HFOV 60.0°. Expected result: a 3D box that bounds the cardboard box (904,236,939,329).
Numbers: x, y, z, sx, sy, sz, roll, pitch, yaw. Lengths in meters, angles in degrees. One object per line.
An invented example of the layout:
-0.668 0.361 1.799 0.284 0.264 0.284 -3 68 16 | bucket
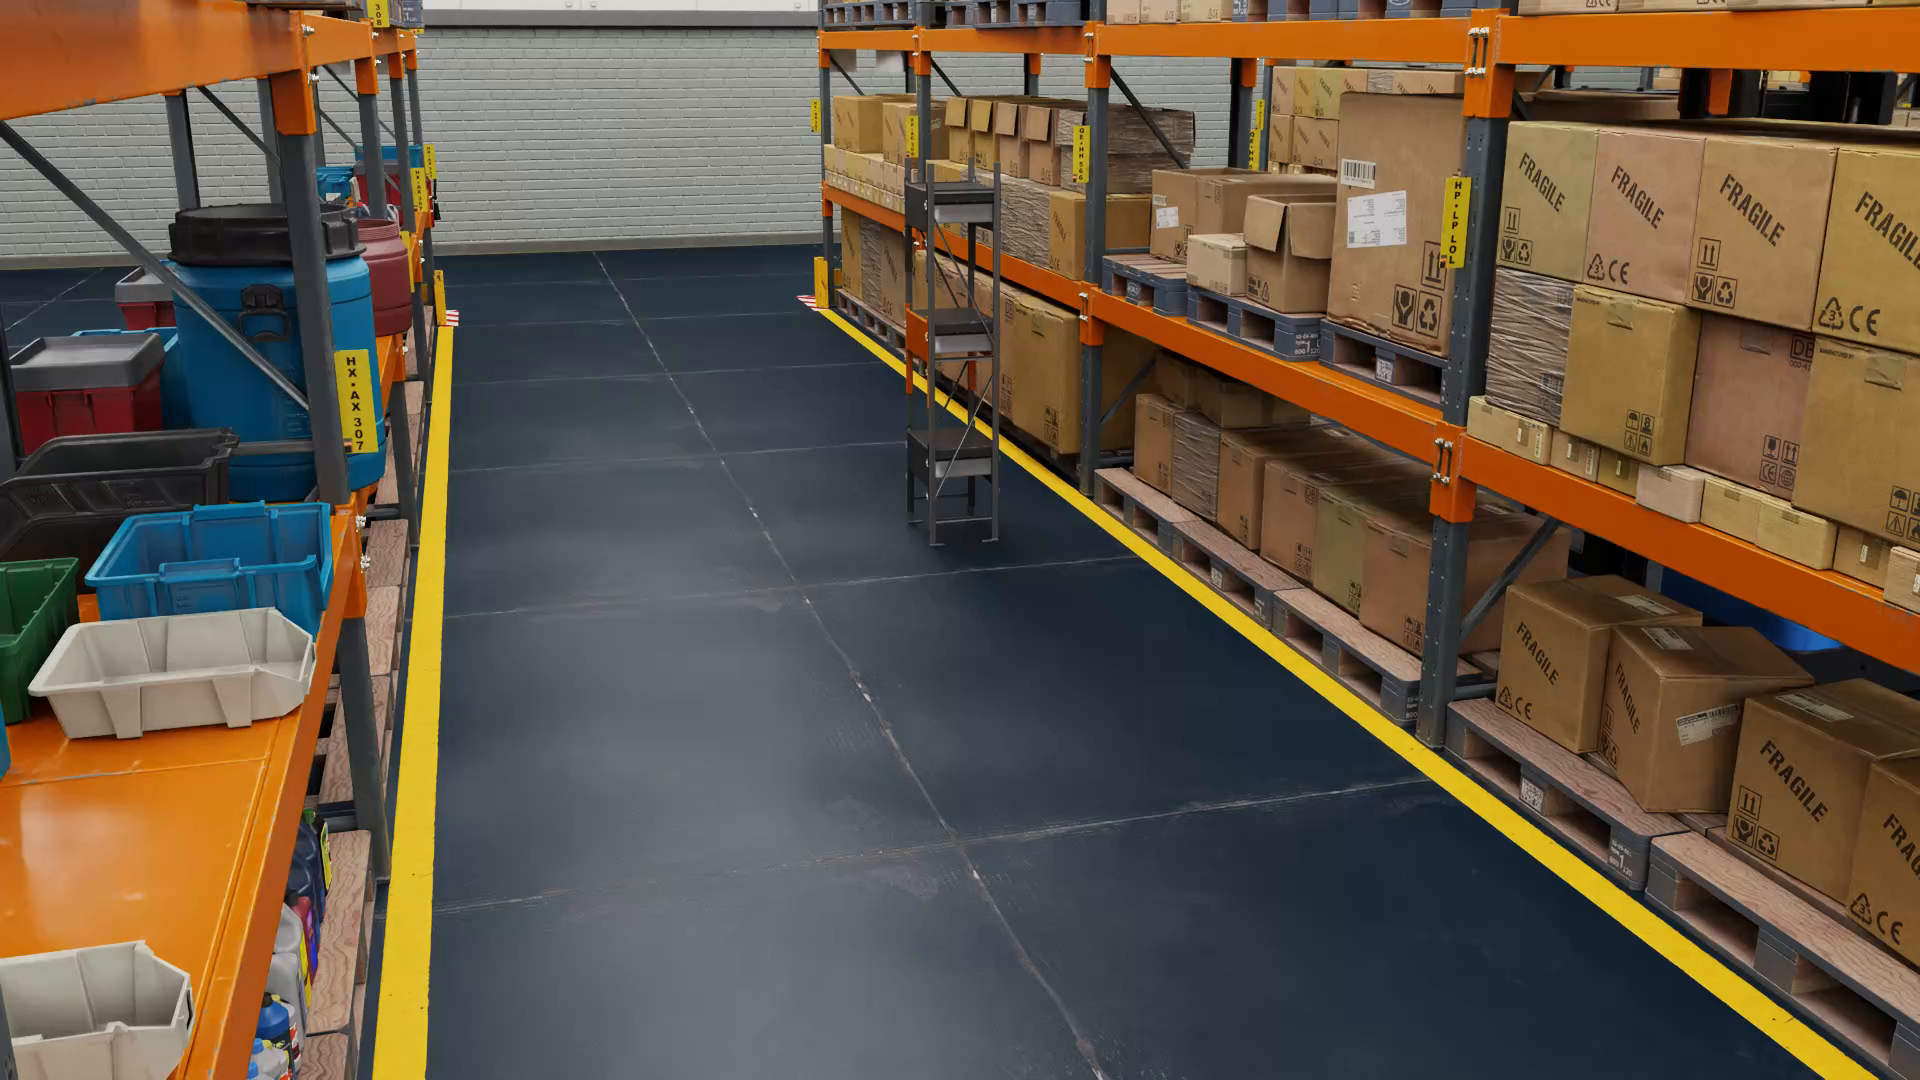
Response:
0.042 -2.235 14.642 0.875 0.875 0.875 -5 17 -15 | cardboard box

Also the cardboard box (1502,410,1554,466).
2.171 -0.376 5.927 0.380 0.149 0.250 -5 17 -15 | cardboard box

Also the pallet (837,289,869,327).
-0.658 -2.419 17.137 1.003 0.211 1.213 -5 17 -15 | pallet

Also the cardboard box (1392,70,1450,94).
4.406 -4.147 15.616 0.500 0.500 0.500 -5 18 -17 | cardboard box

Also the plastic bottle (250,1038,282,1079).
-1.639 1.295 3.903 0.097 0.271 0.097 0 17 0 | plastic bottle

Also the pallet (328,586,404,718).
-3.010 0.525 7.338 1.003 0.211 1.213 -5 17 -15 | pallet

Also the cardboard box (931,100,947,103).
-0.015 -3.726 15.081 0.500 0.500 0.500 -5 18 -17 | cardboard box

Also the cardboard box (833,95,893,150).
-0.943 -4.107 16.349 0.500 0.500 0.500 -5 17 -17 | cardboard box

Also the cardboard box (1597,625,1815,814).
2.581 0.618 5.796 0.500 0.500 0.500 1 17 2 | cardboard box

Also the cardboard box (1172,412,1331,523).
1.614 -0.434 9.262 0.700 0.500 0.500 -6 18 -20 | cardboard box

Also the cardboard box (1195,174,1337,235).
1.682 -1.713 9.036 0.700 0.500 0.500 -2 17 -7 | cardboard box

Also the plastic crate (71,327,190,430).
-3.020 -0.531 6.034 0.392 0.384 0.575 -5 17 -15 | plastic crate

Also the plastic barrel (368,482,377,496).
-3.668 -0.660 9.479 0.600 0.830 0.708 -5 17 -15 | plastic barrel

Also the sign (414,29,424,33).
-5.191 -5.012 15.891 0.100 0.325 0.005 -5 17 -15 | sign

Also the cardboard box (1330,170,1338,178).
4.044 -3.743 17.137 0.380 0.149 0.250 -5 17 -16 | cardboard box

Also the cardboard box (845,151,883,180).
-0.797 -3.603 15.977 0.500 0.250 0.500 -5 18 -17 | cardboard box

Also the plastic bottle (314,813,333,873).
-2.018 0.947 5.185 0.097 0.201 0.097 0 17 0 | plastic bottle

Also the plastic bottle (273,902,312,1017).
-1.822 1.097 4.424 0.144 0.351 0.185 -5 17 -16 | plastic bottle

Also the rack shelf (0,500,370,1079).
-1.868 0.639 3.360 1.077 0.370 4.000 -5 17 -15 | rack shelf

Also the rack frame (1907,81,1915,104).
9.675 -3.646 16.377 1.000 3.000 0.127 -5 17 -15 | rack frame

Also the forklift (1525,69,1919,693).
3.439 -1.096 8.005 1.130 2.935 3.031 -5 18 -17 | forklift

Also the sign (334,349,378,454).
-1.886 -0.431 5.193 0.100 0.325 0.005 -5 17 -15 | sign

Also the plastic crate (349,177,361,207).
-4.859 -2.880 13.928 0.437 0.282 0.530 -5 17 -15 | plastic crate

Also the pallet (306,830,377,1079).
-2.273 1.266 4.870 1.003 0.211 1.213 -5 17 -15 | pallet

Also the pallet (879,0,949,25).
-0.069 -4.484 14.106 1.003 0.211 1.213 -5 17 -15 | pallet

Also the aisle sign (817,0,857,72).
-1.261 -5.210 17.065 0.394 0.787 0.004 -5 17 -15 | aisle sign

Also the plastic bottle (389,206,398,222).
-4.090 -2.271 12.003 0.061 0.283 0.133 -5 17 -15 | plastic bottle

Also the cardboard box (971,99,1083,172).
0.507 -3.024 12.389 0.797 0.503 0.637 -5 17 -15 | cardboard box

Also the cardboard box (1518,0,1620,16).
2.222 -1.870 5.510 0.500 0.250 0.500 -5 18 -17 | cardboard box

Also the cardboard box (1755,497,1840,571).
2.540 -0.032 4.783 0.380 0.149 0.250 -5 17 -15 | cardboard box

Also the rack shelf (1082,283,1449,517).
1.795 -0.859 8.347 1.077 0.370 4.000 -5 17 -15 | rack shelf

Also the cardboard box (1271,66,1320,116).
3.712 -4.857 17.980 0.500 0.500 0.500 -5 17 -16 | cardboard box

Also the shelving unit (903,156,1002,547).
-0.045 -1.051 9.302 0.431 2.100 0.503 -5 17 -15 | shelving unit

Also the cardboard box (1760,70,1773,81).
8.792 -5.038 17.970 0.380 0.149 0.250 -5 17 -17 | cardboard box

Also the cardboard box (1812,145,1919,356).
2.648 -0.761 4.341 0.500 0.500 0.500 -5 17 -15 | cardboard box

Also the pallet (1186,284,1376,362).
1.829 -1.120 8.300 1.003 0.211 1.213 -5 17 -15 | pallet

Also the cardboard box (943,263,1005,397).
0.588 -1.624 12.607 1.225 0.875 0.875 -5 18 -17 | cardboard box

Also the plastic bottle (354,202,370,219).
-4.137 -2.157 11.503 0.144 0.351 0.185 -5 17 -15 | plastic bottle

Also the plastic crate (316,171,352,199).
-5.783 -3.250 15.243 0.416 0.233 0.300 -5 17 -15 | plastic crate

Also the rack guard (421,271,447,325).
-5.734 -2.386 16.526 1.175 0.500 0.348 -5 17 -15 | rack guard

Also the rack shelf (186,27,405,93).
-4.066 -3.010 10.295 1.077 0.370 4.000 -5 17 -15 | rack shelf

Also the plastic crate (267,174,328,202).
-5.072 -2.594 12.799 0.392 0.384 0.575 -5 17 -15 | plastic crate

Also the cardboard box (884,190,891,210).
-0.465 -3.014 14.709 0.380 0.149 0.250 -4 17 -14 | cardboard box

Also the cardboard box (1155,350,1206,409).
1.458 -0.946 9.664 0.500 0.250 0.500 -4 17 -13 | cardboard box

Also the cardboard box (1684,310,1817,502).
2.747 -0.439 5.010 0.875 0.500 0.500 -5 17 -15 | cardboard box

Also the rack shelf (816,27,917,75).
-0.403 -4.508 15.282 1.077 0.370 4.000 -5 17 -15 | rack shelf

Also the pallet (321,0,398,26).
-3.633 -2.930 9.107 1.003 0.211 1.213 -5 17 -15 | pallet

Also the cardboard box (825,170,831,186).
-1.173 -3.725 17.074 0.380 0.149 0.250 -4 17 -15 | cardboard box

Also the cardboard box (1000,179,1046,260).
0.594 -2.203 11.398 0.500 0.500 0.500 -5 18 -17 | cardboard box

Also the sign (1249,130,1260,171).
1.765 -2.318 10.081 0.100 0.325 0.005 -5 17 -15 | sign

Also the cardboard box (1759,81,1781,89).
8.869 -4.702 17.980 0.500 0.500 0.500 -5 17 -15 | cardboard box

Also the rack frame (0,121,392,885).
-2.418 -0.258 5.098 1.000 3.000 0.127 -5 17 -15 | rack frame

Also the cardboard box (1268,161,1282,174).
3.617 -4.098 18.316 0.380 0.149 0.250 -5 17 -16 | cardboard box

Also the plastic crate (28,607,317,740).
-1.728 0.297 3.707 0.530 0.136 0.437 -5 17 -15 | plastic crate

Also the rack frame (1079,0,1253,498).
1.245 -1.756 10.085 1.000 3.000 0.127 -5 17 -15 | rack frame

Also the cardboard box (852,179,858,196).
-0.817 -3.369 15.891 0.380 0.149 0.250 -5 17 -16 | cardboard box

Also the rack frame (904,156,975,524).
-0.113 -1.119 9.527 0.400 2.100 0.015 -5 17 -15 | rack frame

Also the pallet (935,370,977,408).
0.431 -1.320 13.479 1.003 0.211 1.213 -5 17 -15 | pallet
